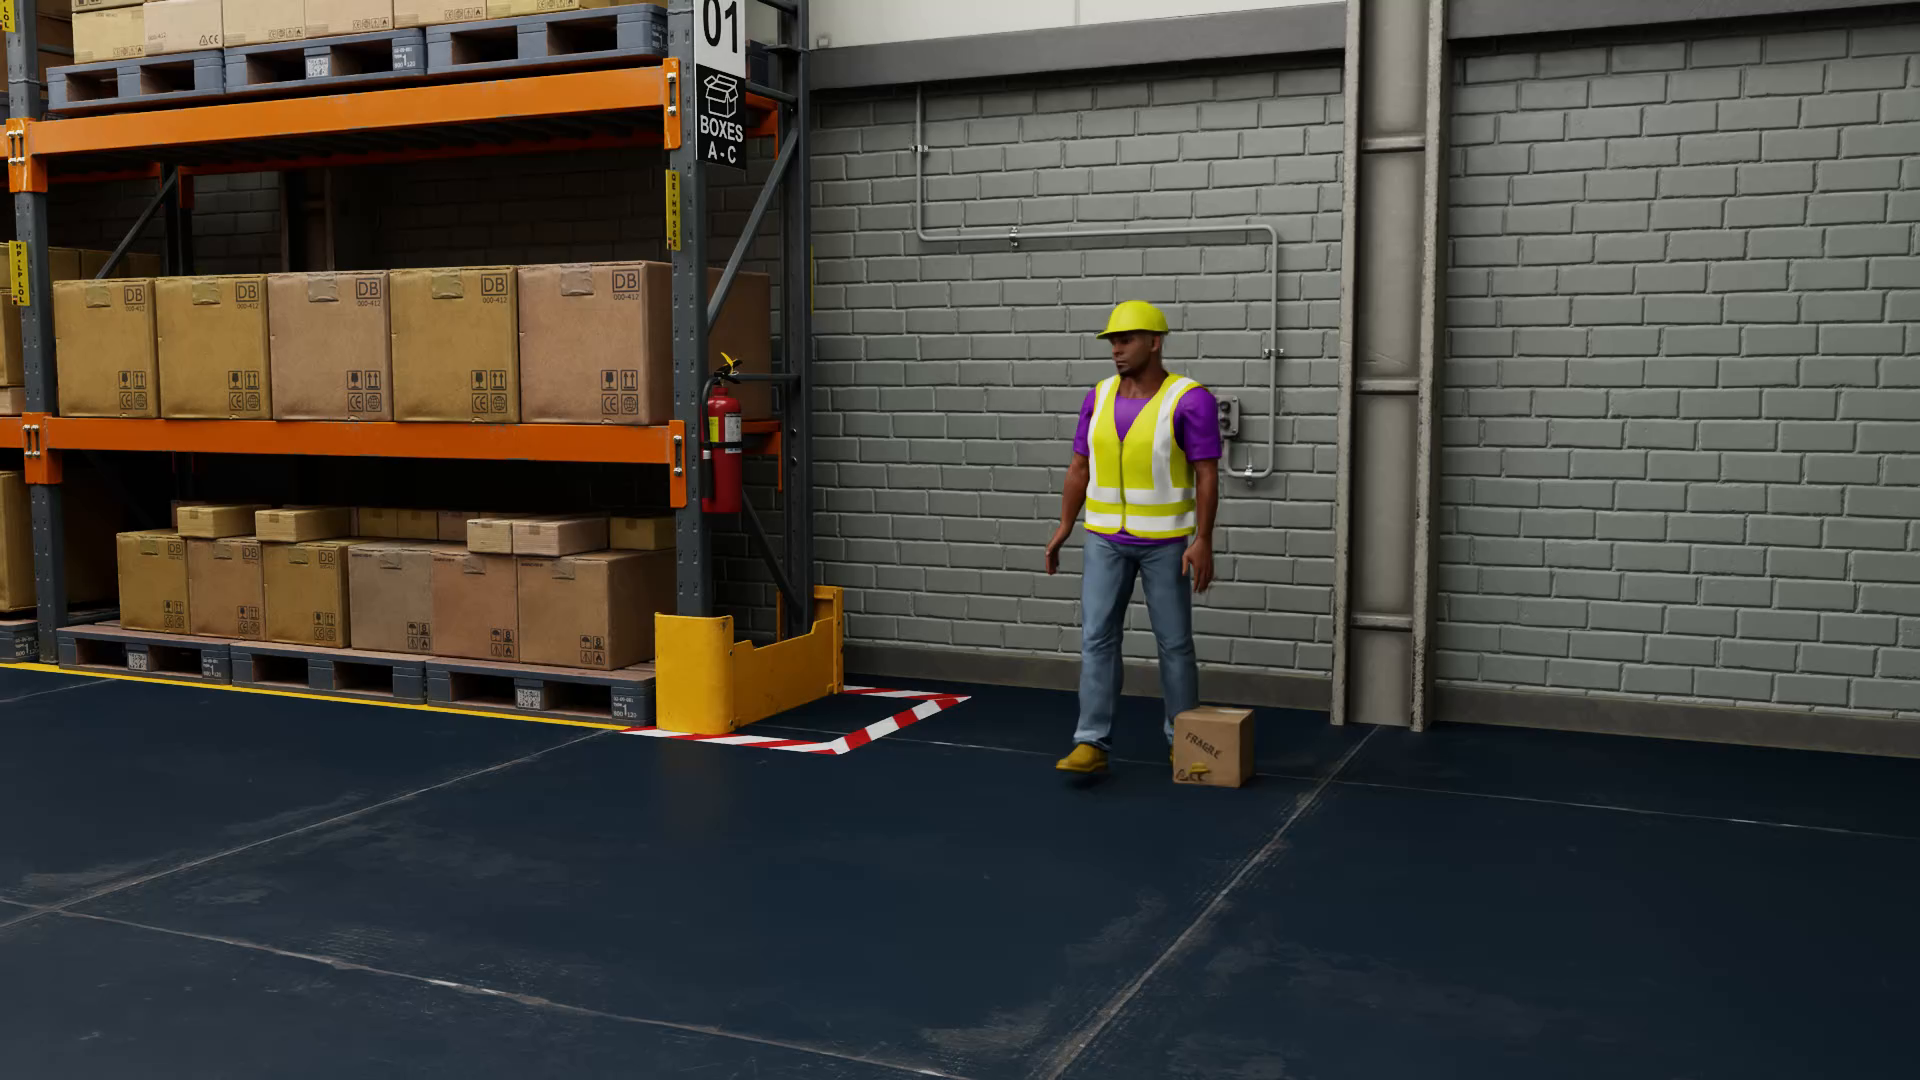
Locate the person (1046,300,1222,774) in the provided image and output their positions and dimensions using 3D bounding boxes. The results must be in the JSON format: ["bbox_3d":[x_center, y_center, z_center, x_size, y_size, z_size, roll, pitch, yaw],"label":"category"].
[{"bbox_3d":[0.624,-0.003,6.187,0.675,1.764,0.570,3,6,29],"label":"person"}]
